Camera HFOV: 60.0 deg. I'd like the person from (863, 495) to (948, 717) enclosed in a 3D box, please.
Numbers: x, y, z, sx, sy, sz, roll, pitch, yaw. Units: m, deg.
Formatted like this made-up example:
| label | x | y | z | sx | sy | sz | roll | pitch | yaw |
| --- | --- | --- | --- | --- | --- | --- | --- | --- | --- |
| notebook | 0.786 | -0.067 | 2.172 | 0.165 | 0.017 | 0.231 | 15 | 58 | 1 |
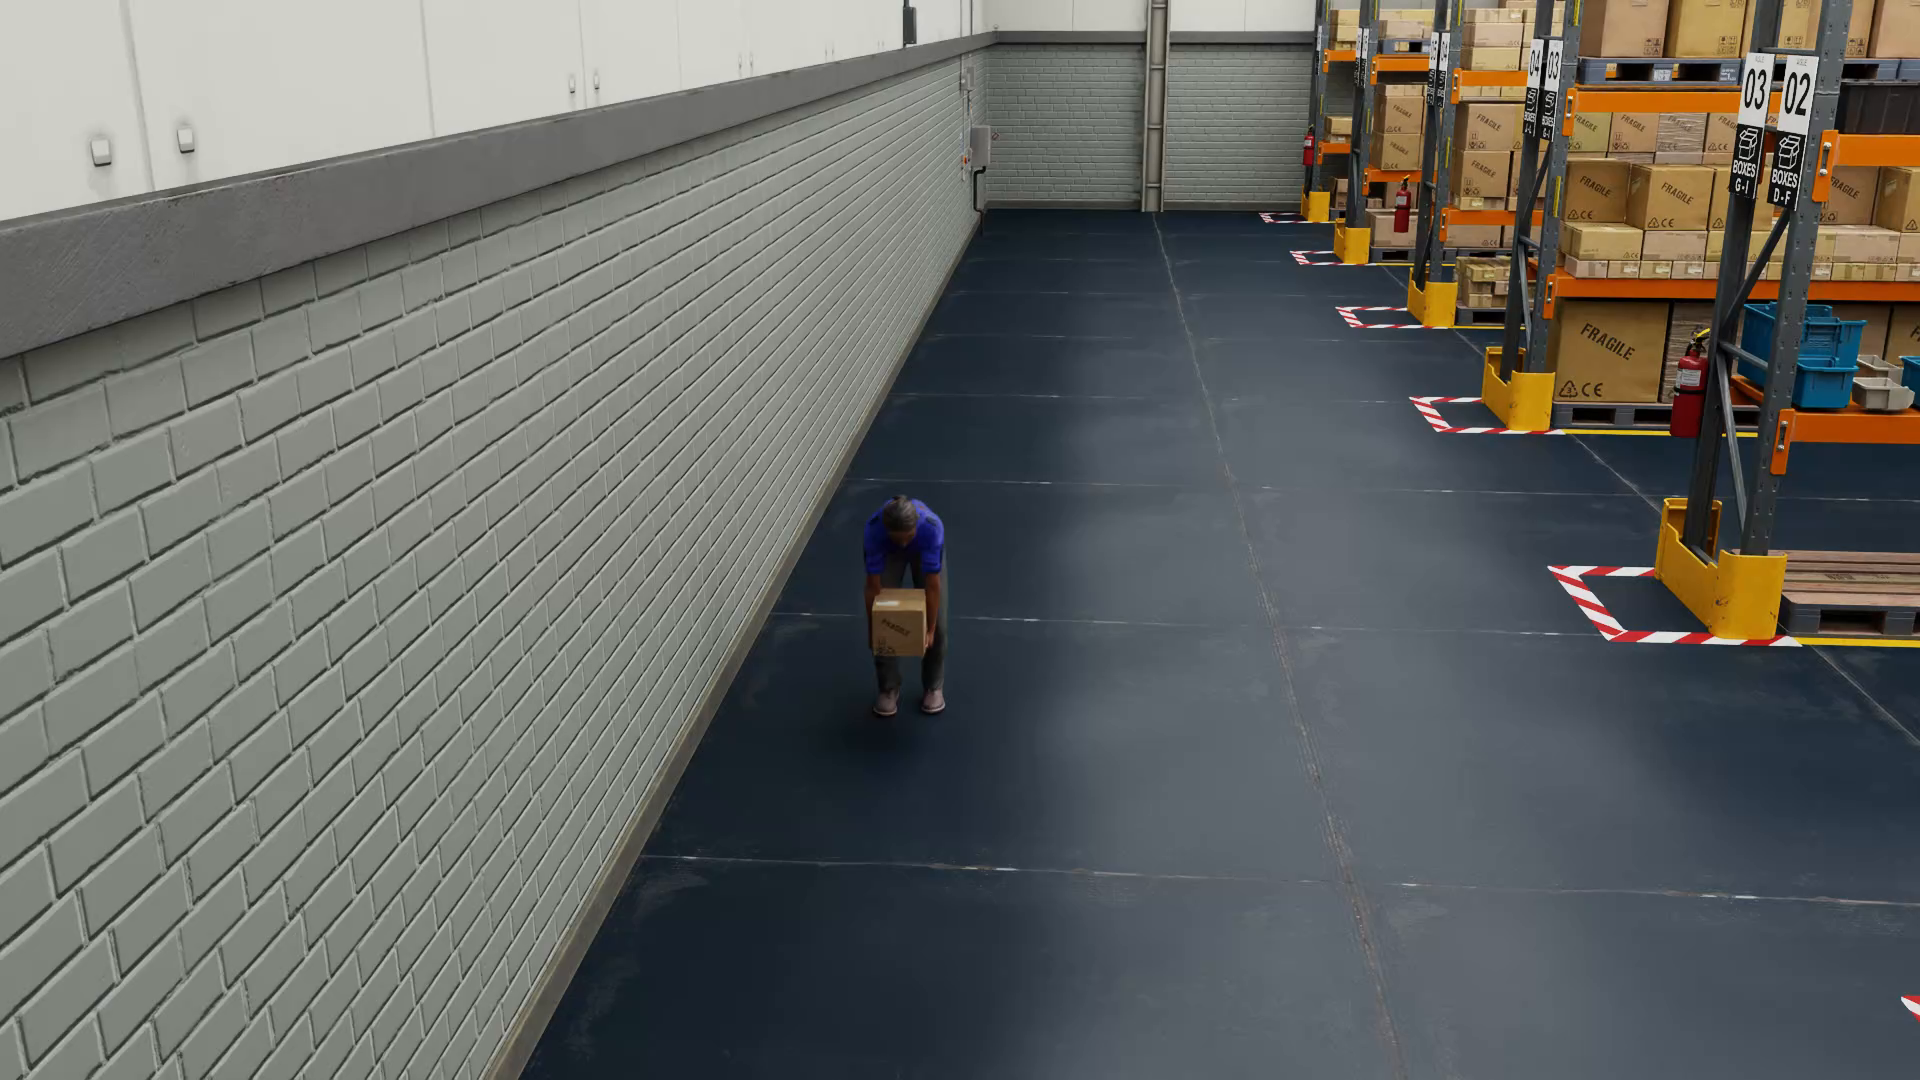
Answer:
| label | x | y | z | sx | sy | sz | roll | pitch | yaw |
| --- | --- | --- | --- | --- | --- | --- | --- | --- | --- |
| person | -0.271 | 0.314 | 8.252 | 0.406 | 1.253 | 0.824 | 1 | 18 | 3 |
